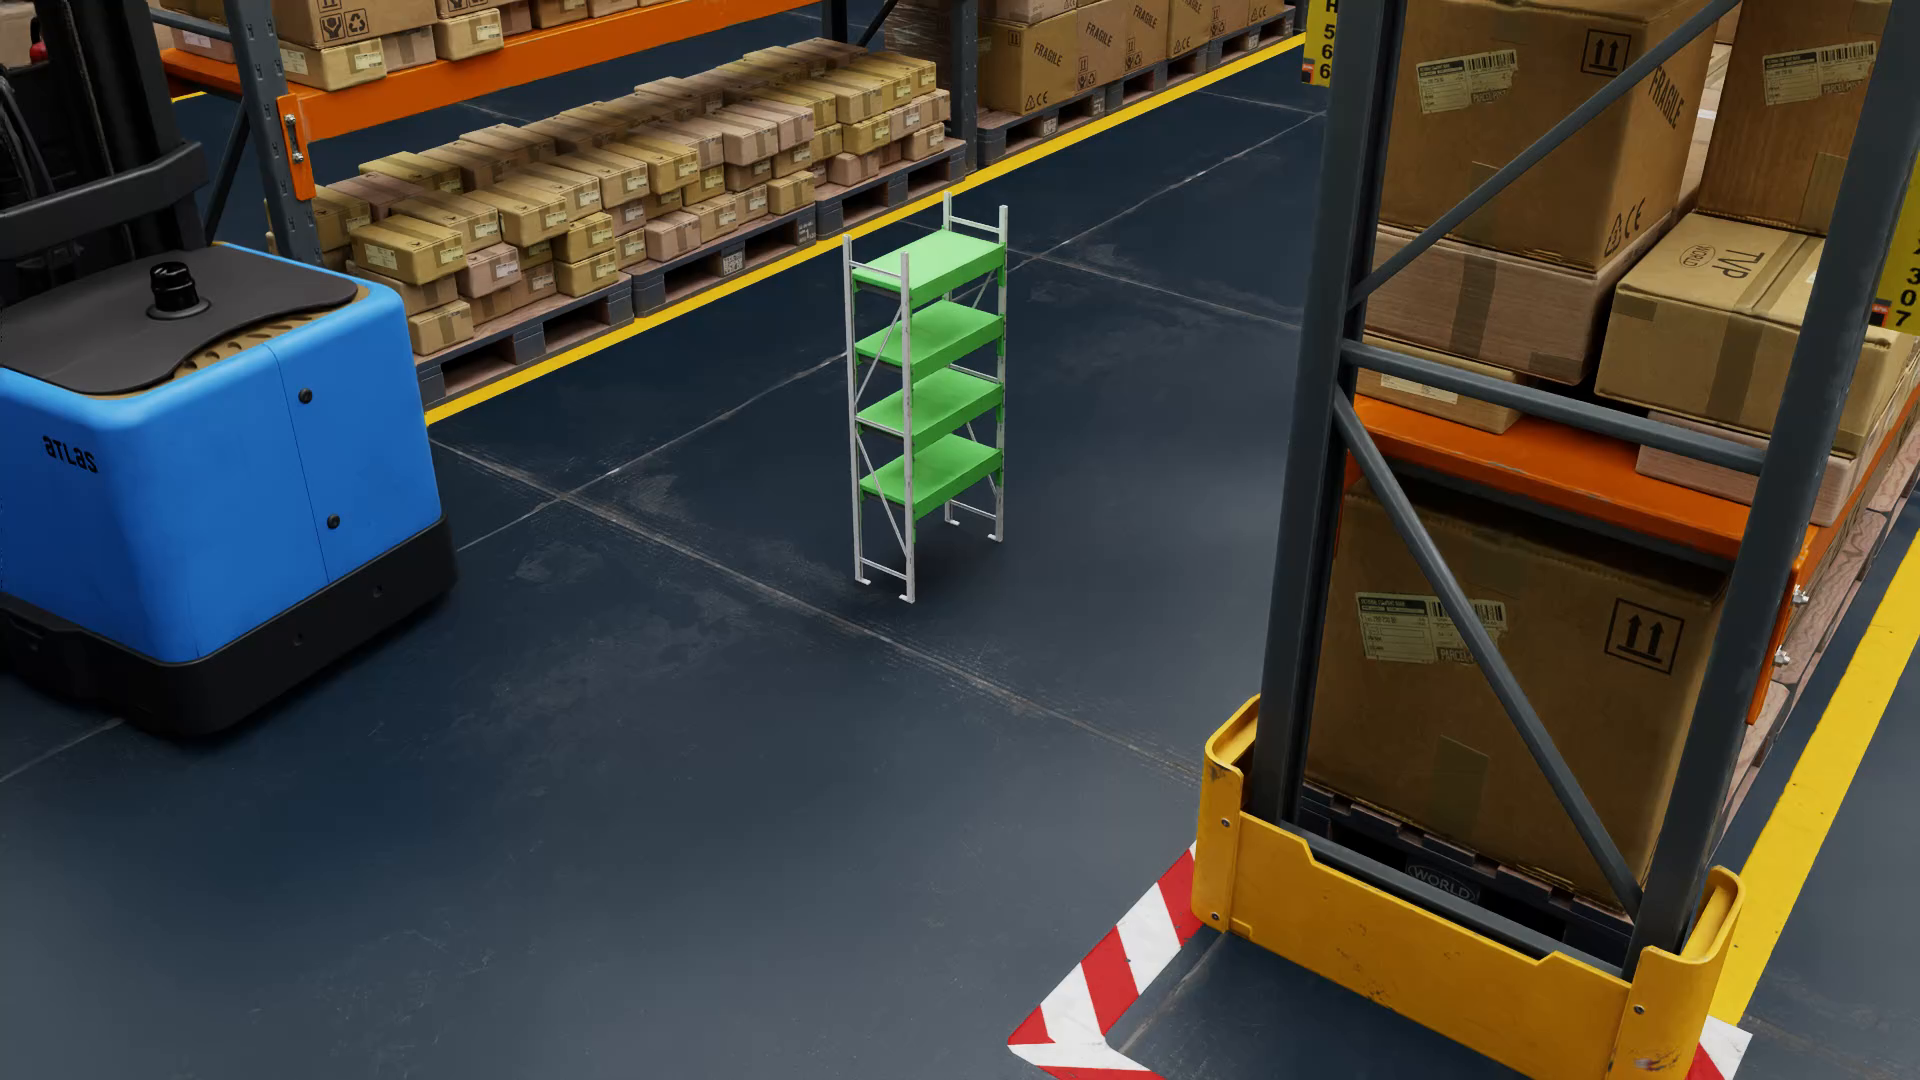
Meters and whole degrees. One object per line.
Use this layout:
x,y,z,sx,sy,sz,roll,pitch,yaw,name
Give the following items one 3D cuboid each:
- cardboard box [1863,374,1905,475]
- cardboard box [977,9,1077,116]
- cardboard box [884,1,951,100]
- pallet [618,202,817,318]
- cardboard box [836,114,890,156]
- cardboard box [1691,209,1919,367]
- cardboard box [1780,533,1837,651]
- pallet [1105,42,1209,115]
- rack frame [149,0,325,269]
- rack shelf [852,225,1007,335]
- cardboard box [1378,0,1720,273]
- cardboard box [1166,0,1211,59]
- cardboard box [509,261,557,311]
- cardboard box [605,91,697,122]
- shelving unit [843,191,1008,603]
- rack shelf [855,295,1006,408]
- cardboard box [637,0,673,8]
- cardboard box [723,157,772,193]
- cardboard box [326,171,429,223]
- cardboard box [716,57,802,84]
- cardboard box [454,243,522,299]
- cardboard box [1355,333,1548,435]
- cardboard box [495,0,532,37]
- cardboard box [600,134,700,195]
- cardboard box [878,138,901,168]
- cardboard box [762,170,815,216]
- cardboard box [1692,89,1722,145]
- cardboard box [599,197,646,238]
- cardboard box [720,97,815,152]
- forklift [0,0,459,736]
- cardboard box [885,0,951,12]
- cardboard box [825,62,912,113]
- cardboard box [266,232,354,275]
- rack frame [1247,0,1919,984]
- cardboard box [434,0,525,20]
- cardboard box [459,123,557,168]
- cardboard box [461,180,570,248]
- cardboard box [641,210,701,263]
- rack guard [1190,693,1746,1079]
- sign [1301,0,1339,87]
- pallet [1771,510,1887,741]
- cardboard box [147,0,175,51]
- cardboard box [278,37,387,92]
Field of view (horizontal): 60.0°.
1.769,-0.296,3.554,0.380,0.149,0.250,21,36,31,cardboard box
0.317,-2.774,9.529,0.500,0.500,0.500,23,37,33,cardboard box
-0.095,-2.934,9.798,0.500,0.500,0.500,20,36,30,cardboard box
-1.454,-1.469,8.021,1.003,0.211,1.213,21,37,31,pallet
-0.578,-2.078,8.407,0.380,0.149,0.250,20,36,30,cardboard box
1.952,-0.646,3.753,0.500,0.250,0.500,21,36,31,cardboard box
2.010,-0.178,4.780,0.875,0.875,0.875,21,37,31,cardboard box
0.864,-3.066,10.716,1.003,0.211,1.213,21,37,31,pallet
-2.755,-1.824,5.886,1.000,3.000,0.127,21,37,31,rack frame
-0.100,-0.807,5.118,0.258,0.148,0.480,21,37,31,rack shelf
1.223,-0.922,3.483,0.500,0.500,0.500,22,37,32,cardboard box
1.263,-3.404,10.591,0.500,0.500,0.500,19,36,29,cardboard box
-1.946,-1.128,7.095,0.380,0.149,0.250,22,37,32,cardboard box
-1.497,-2.045,8.059,0.380,0.149,0.250,19,36,29,cardboard box
-0.100,-0.449,5.331,0.258,1.200,0.503,21,37,31,shelving unit
-0.100,-0.600,5.241,0.258,0.148,0.480,21,37,31,rack shelf
-1.397,-2.397,7.099,0.380,0.149,0.250,23,37,33,cardboard box
-1.124,-1.794,7.928,0.380,0.149,0.250,19,36,29,cardboard box
-2.440,-1.412,6.991,0.380,0.149,0.250,22,37,32,cardboard box
-1.040,-2.372,8.612,0.380,0.149,0.250,21,36,31,cardboard box
-2.024,-1.134,6.815,0.380,0.149,0.250,21,37,31,cardboard box
1.091,-0.395,3.720,0.380,0.149,0.250,22,37,32,cardboard box
-1.925,-2.104,6.604,0.380,0.149,0.250,23,38,33,cardboard box
-1.389,-1.684,7.450,0.380,0.149,0.250,22,37,32,cardboard box
-0.529,-2.060,8.669,0.380,0.149,0.250,22,37,33,cardboard box
-0.930,-1.719,8.094,0.380,0.149,0.250,21,37,31,cardboard box
1.833,-1.012,4.371,0.500,0.250,0.500,20,36,30,cardboard box
-1.621,-1.469,7.379,0.380,0.149,0.250,19,36,29,cardboard box
-0.924,-1.996,7.977,0.380,0.149,0.250,19,36,29,cardboard box
-3.160,-1.249,4.983,3.031,2.935,1.130,17,35,26,forklift
-0.092,-3.259,9.611,0.500,0.250,0.500,20,36,30,cardboard box
-0.470,-2.320,8.523,0.380,0.149,0.250,22,37,32,cardboard box
-2.664,-1.209,6.940,0.380,0.149,0.250,20,36,30,cardboard box
1.138,-0.257,3.241,1.000,3.000,0.127,21,37,31,rack frame
-1.961,-2.318,6.330,0.500,0.500,0.500,21,37,31,cardboard box
-2.060,-1.769,7.593,0.380,0.149,0.250,23,37,33,cardboard box
-1.843,-1.355,6.895,0.380,0.149,0.250,21,37,31,cardboard box
-1.407,-1.405,7.564,0.380,0.149,0.250,19,36,29,cardboard box
1.124,0.828,3.862,1.175,0.500,0.348,21,37,31,rack guard
0.714,-1.029,3.177,0.100,0.325,0.005,21,37,31,sign
2.296,0.100,5.374,1.003,0.211,1.213,21,37,31,pallet
-5.352,-3.425,10.688,0.875,0.438,0.875,20,36,30,cardboard box
-2.298,-1.747,6.002,0.380,0.149,0.250,21,36,31,cardboard box
